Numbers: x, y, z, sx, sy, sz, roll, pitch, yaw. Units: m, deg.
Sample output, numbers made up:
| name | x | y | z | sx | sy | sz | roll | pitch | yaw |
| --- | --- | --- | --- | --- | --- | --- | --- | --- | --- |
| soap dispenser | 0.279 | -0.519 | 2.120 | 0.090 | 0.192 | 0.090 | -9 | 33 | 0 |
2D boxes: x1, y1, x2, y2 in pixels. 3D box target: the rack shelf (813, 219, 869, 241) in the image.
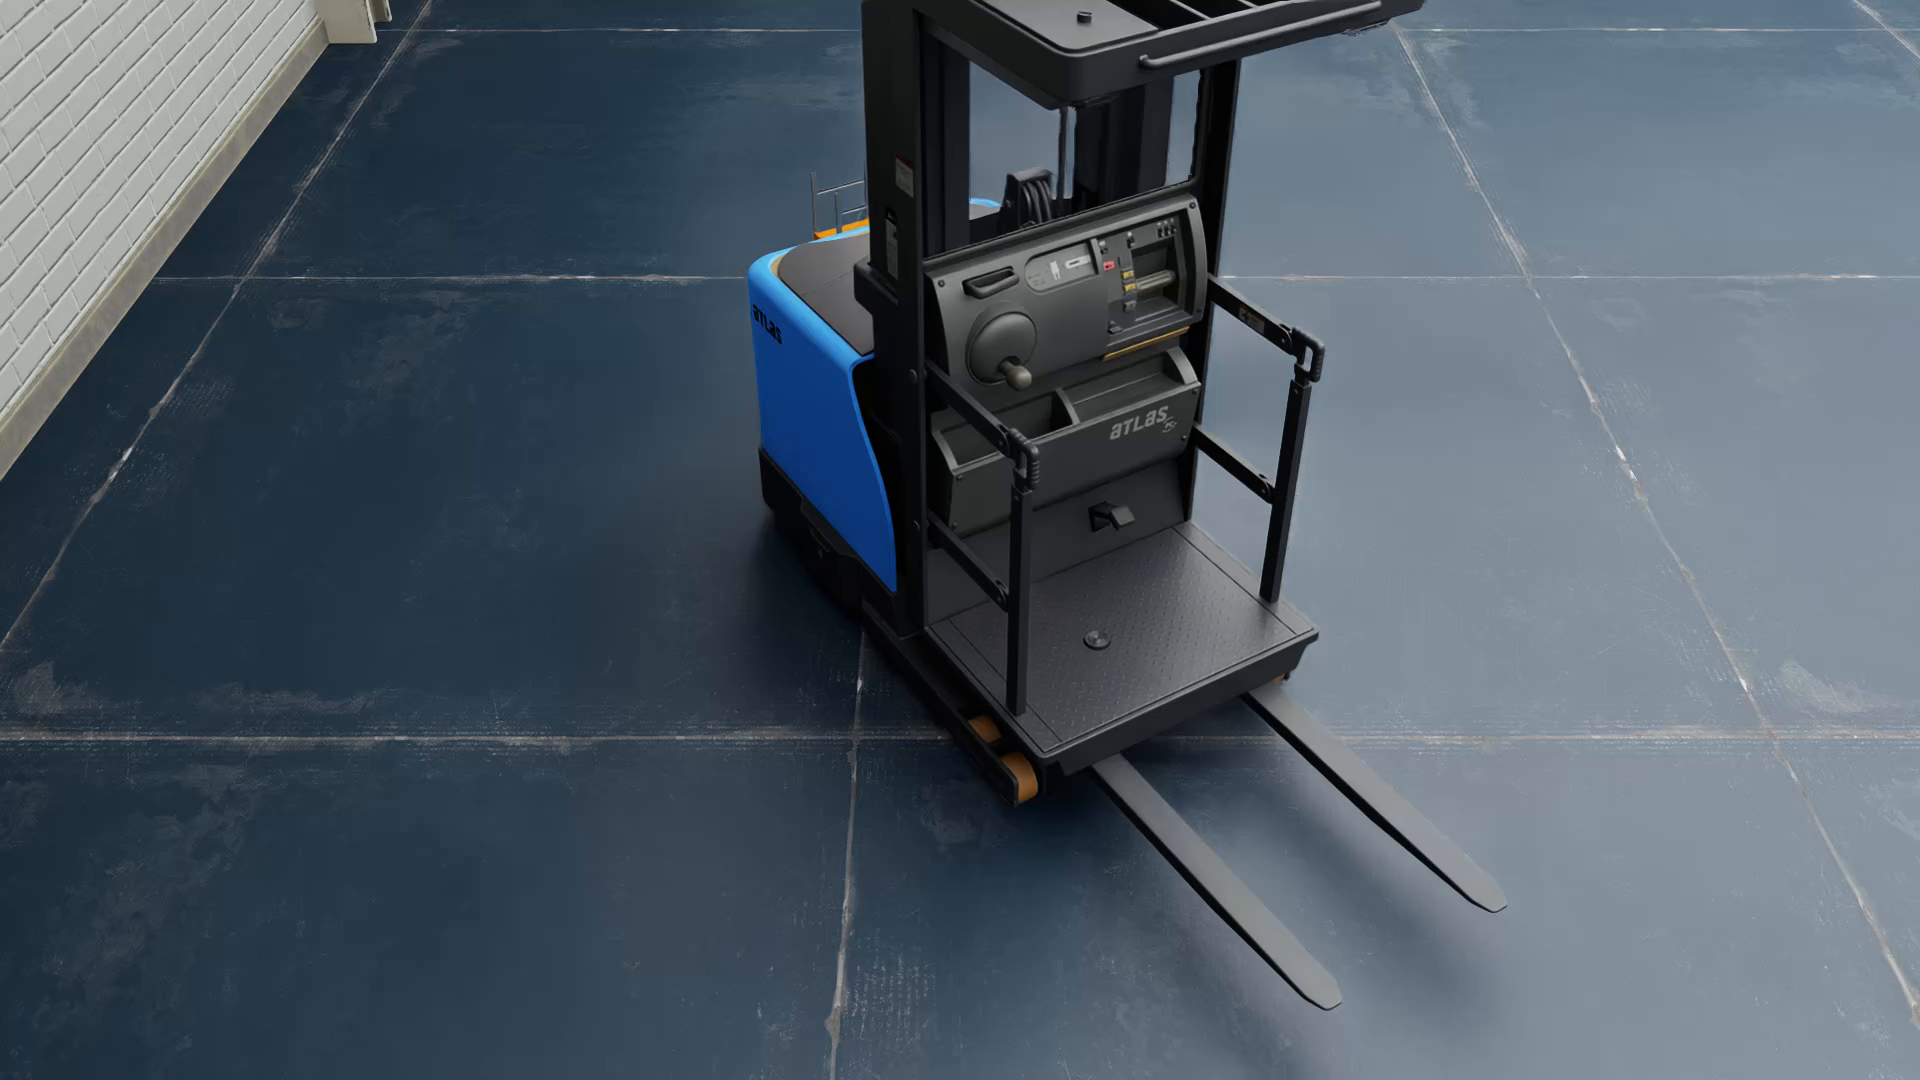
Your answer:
| name | x | y | z | sx | sy | sz | roll | pitch | yaw |
| --- | --- | --- | --- | --- | --- | --- | --- | --- | --- |
| rack shelf | -0.387 | -1.086 | 6.142 | 0.258 | 0.103 | 0.180 | -21 | 43 | -24 |

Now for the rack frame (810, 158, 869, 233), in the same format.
| name | x | y | z | sx | sy | sz | roll | pitch | yaw |
| --- | --- | --- | --- | --- | --- | --- | --- | --- | --- |
| rack frame | -0.435 | -0.889 | 6.400 | 0.240 | 1.200 | 0.006 | -21 | 43 | -24 |

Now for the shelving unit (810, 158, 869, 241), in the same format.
| name | x | y | z | sx | sy | sz | roll | pitch | yaw |
| --- | --- | --- | --- | --- | --- | --- | --- | --- | --- |
| shelving unit | -0.387 | -0.840 | 6.339 | 0.258 | 1.200 | 0.189 | -21 | 43 | -24 |

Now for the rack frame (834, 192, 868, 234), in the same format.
| name | x | y | z | sx | sy | sz | roll | pitch | yaw |
| --- | --- | --- | --- | --- | --- | --- | --- | --- | --- |
| rack frame | -0.339 | -0.792 | 6.278 | 0.240 | 1.200 | 0.006 | -21 | 43 | -24 |

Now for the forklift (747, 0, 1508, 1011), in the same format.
| name | x | y | z | sx | sy | sz | roll | pitch | yaw |
| --- | --- | --- | --- | --- | --- | --- | --- | --- | --- |
| forklift | 0.449 | -0.652 | 4.719 | 1.130 | 2.935 | 3.031 | -21 | 43 | -24 |
